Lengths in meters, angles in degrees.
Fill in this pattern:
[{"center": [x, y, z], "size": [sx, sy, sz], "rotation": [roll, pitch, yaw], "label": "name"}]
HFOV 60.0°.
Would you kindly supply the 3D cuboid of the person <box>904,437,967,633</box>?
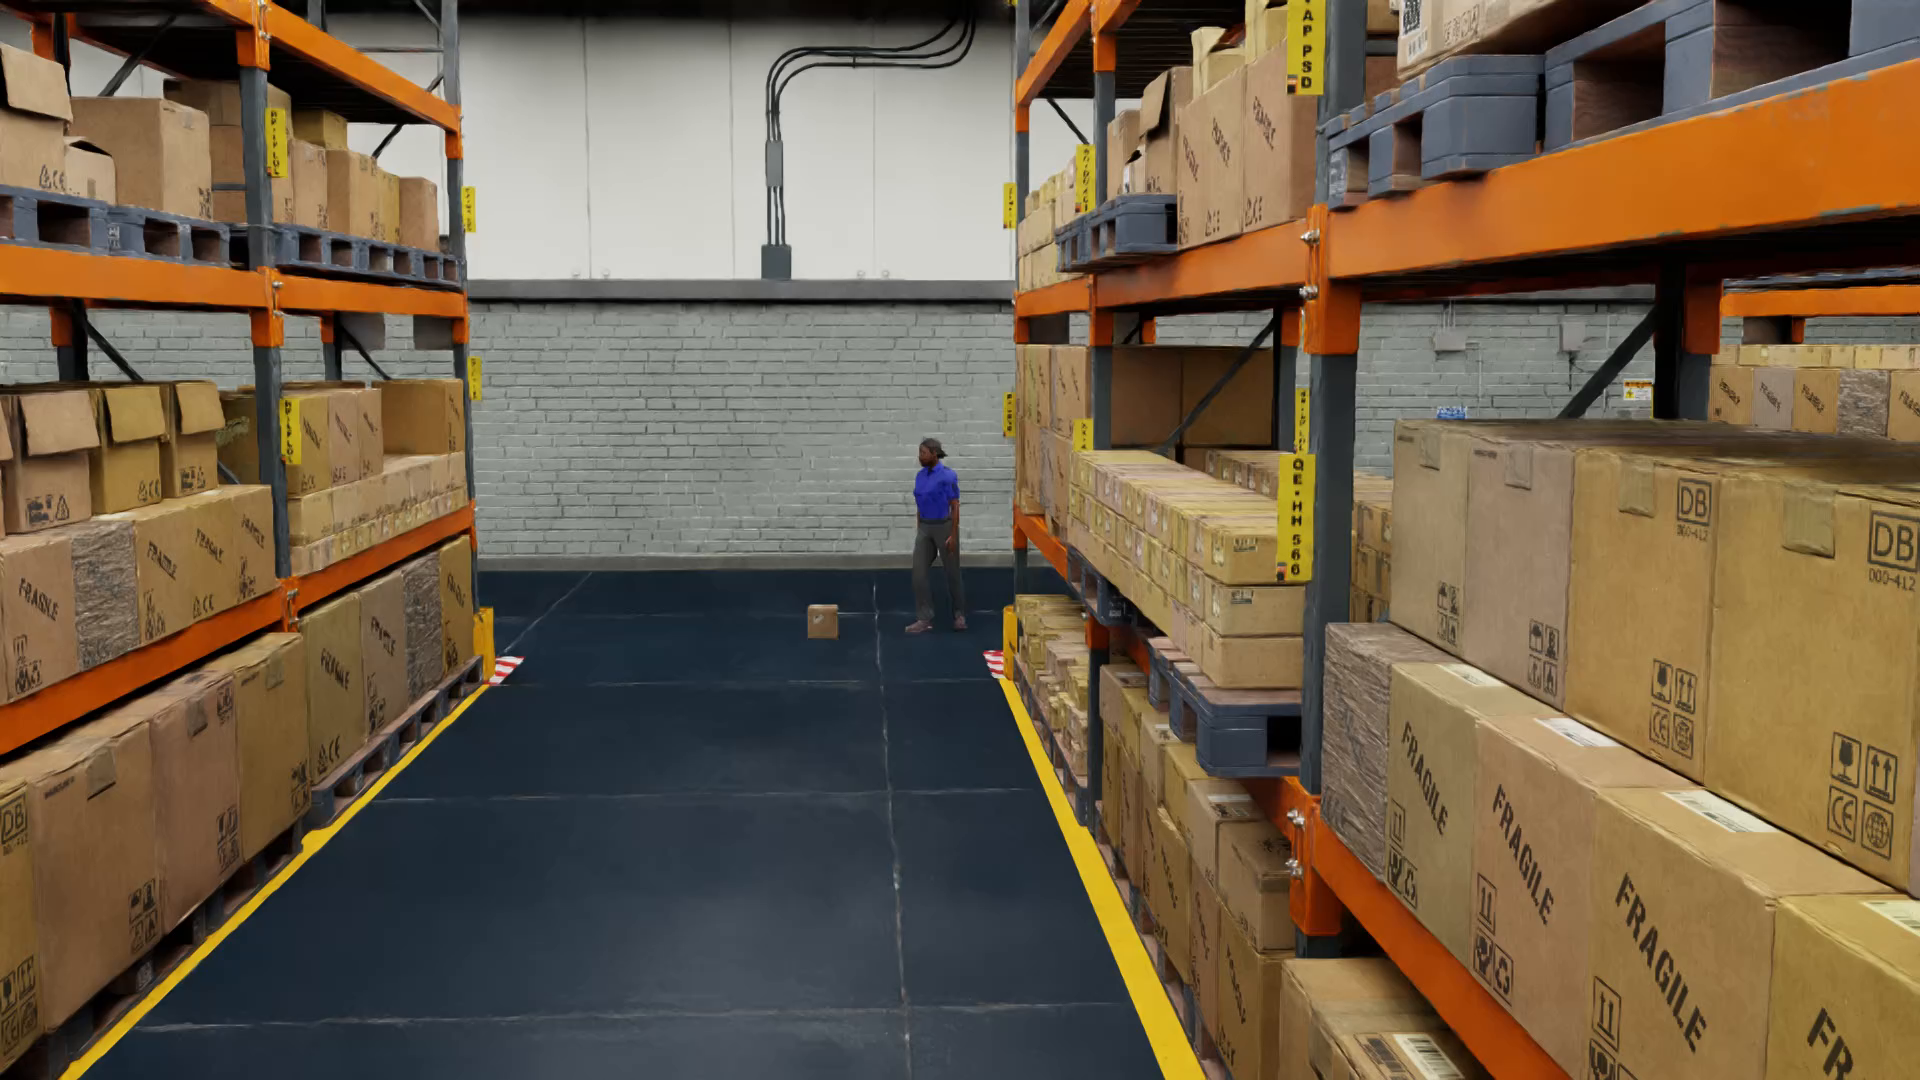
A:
[{"center": [-0.195, -0.048, 14.161], "size": [0.465, 1.657, 0.551], "rotation": [5, 8, 34], "label": "person"}]
